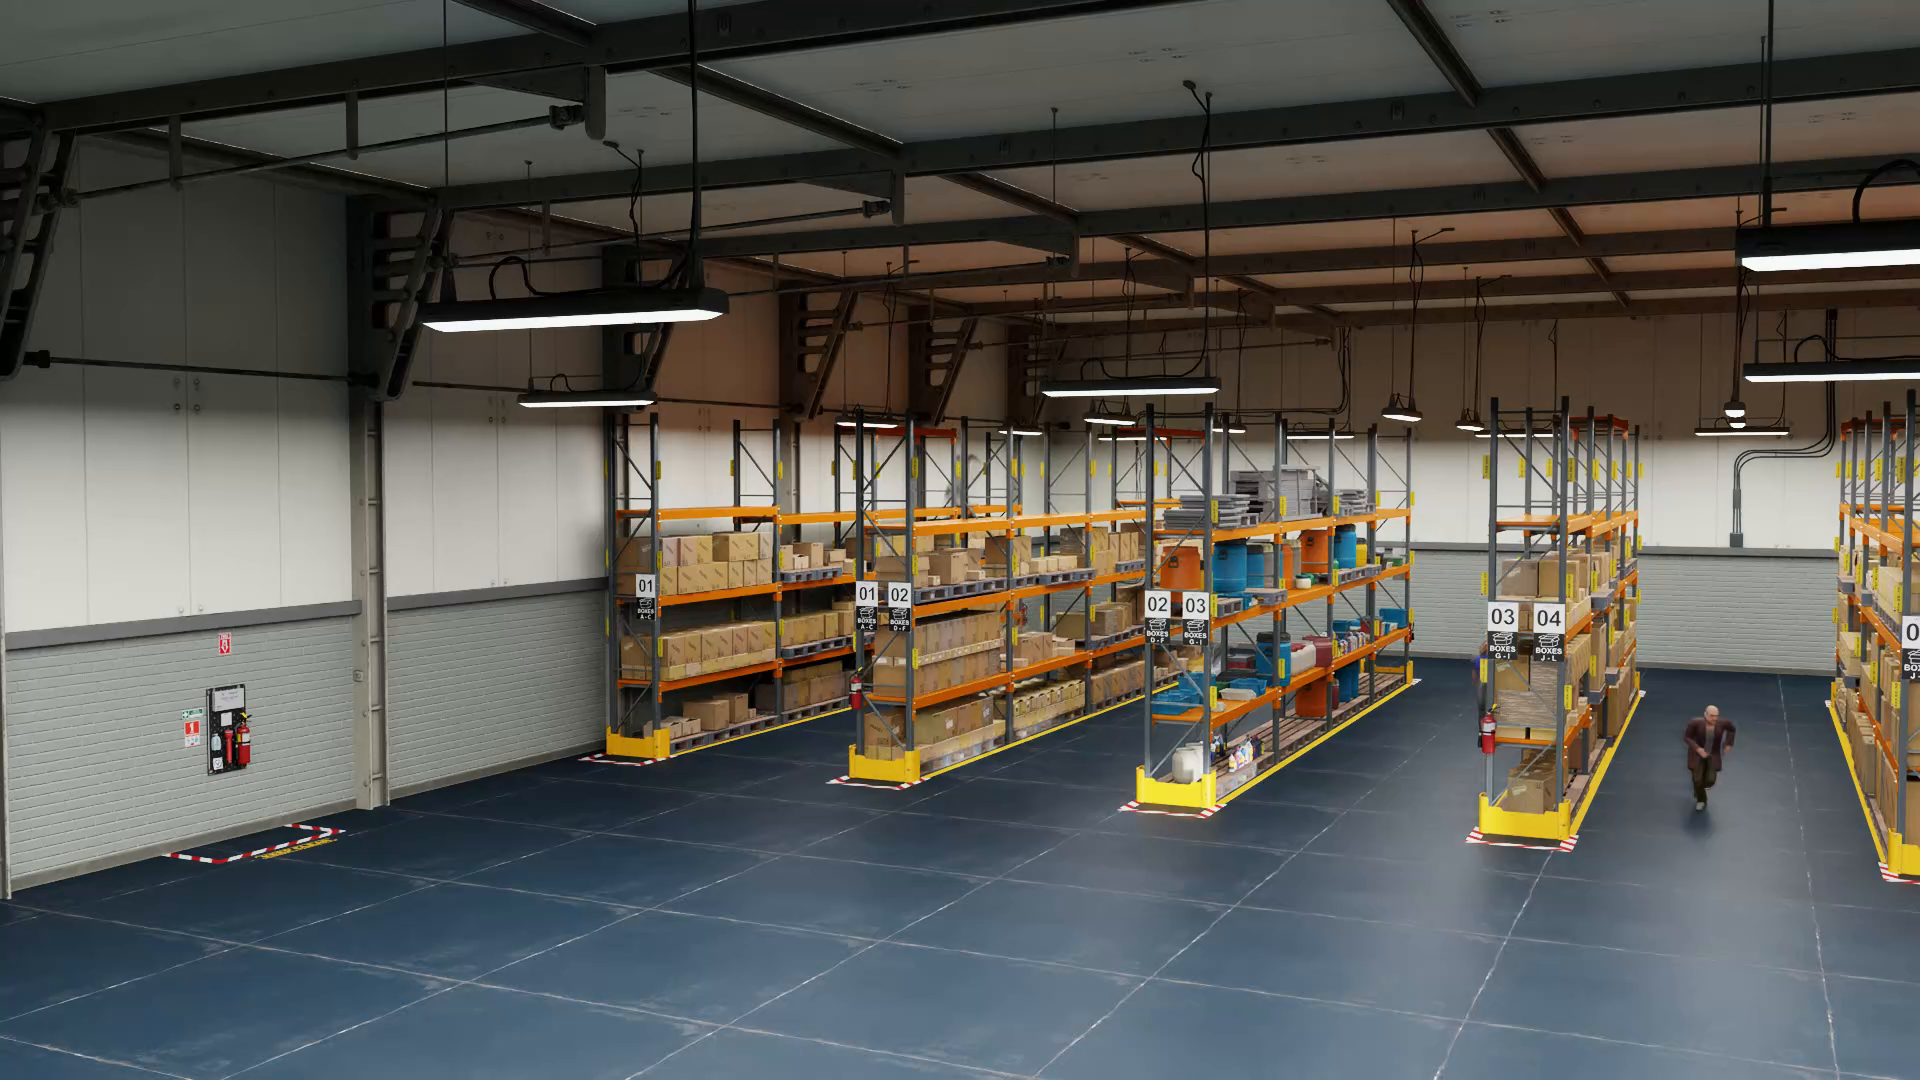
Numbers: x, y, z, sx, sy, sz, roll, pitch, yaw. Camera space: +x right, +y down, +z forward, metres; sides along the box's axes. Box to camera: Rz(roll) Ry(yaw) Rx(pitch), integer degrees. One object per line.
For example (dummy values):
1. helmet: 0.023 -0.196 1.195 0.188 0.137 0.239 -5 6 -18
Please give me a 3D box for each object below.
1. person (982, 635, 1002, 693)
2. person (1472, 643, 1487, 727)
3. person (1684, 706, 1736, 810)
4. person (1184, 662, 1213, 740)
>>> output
1. person: 0.685 2.632 37.135 0.604 1.649 0.780 1 2 14
2. person: 10.313 2.840 32.549 0.587 1.629 0.626 2 3 39
3. person: 11.001 3.189 24.433 0.733 1.591 0.888 1 2 12
4. person: 4.410 2.965 30.513 0.643 1.502 0.841 1 3 28
